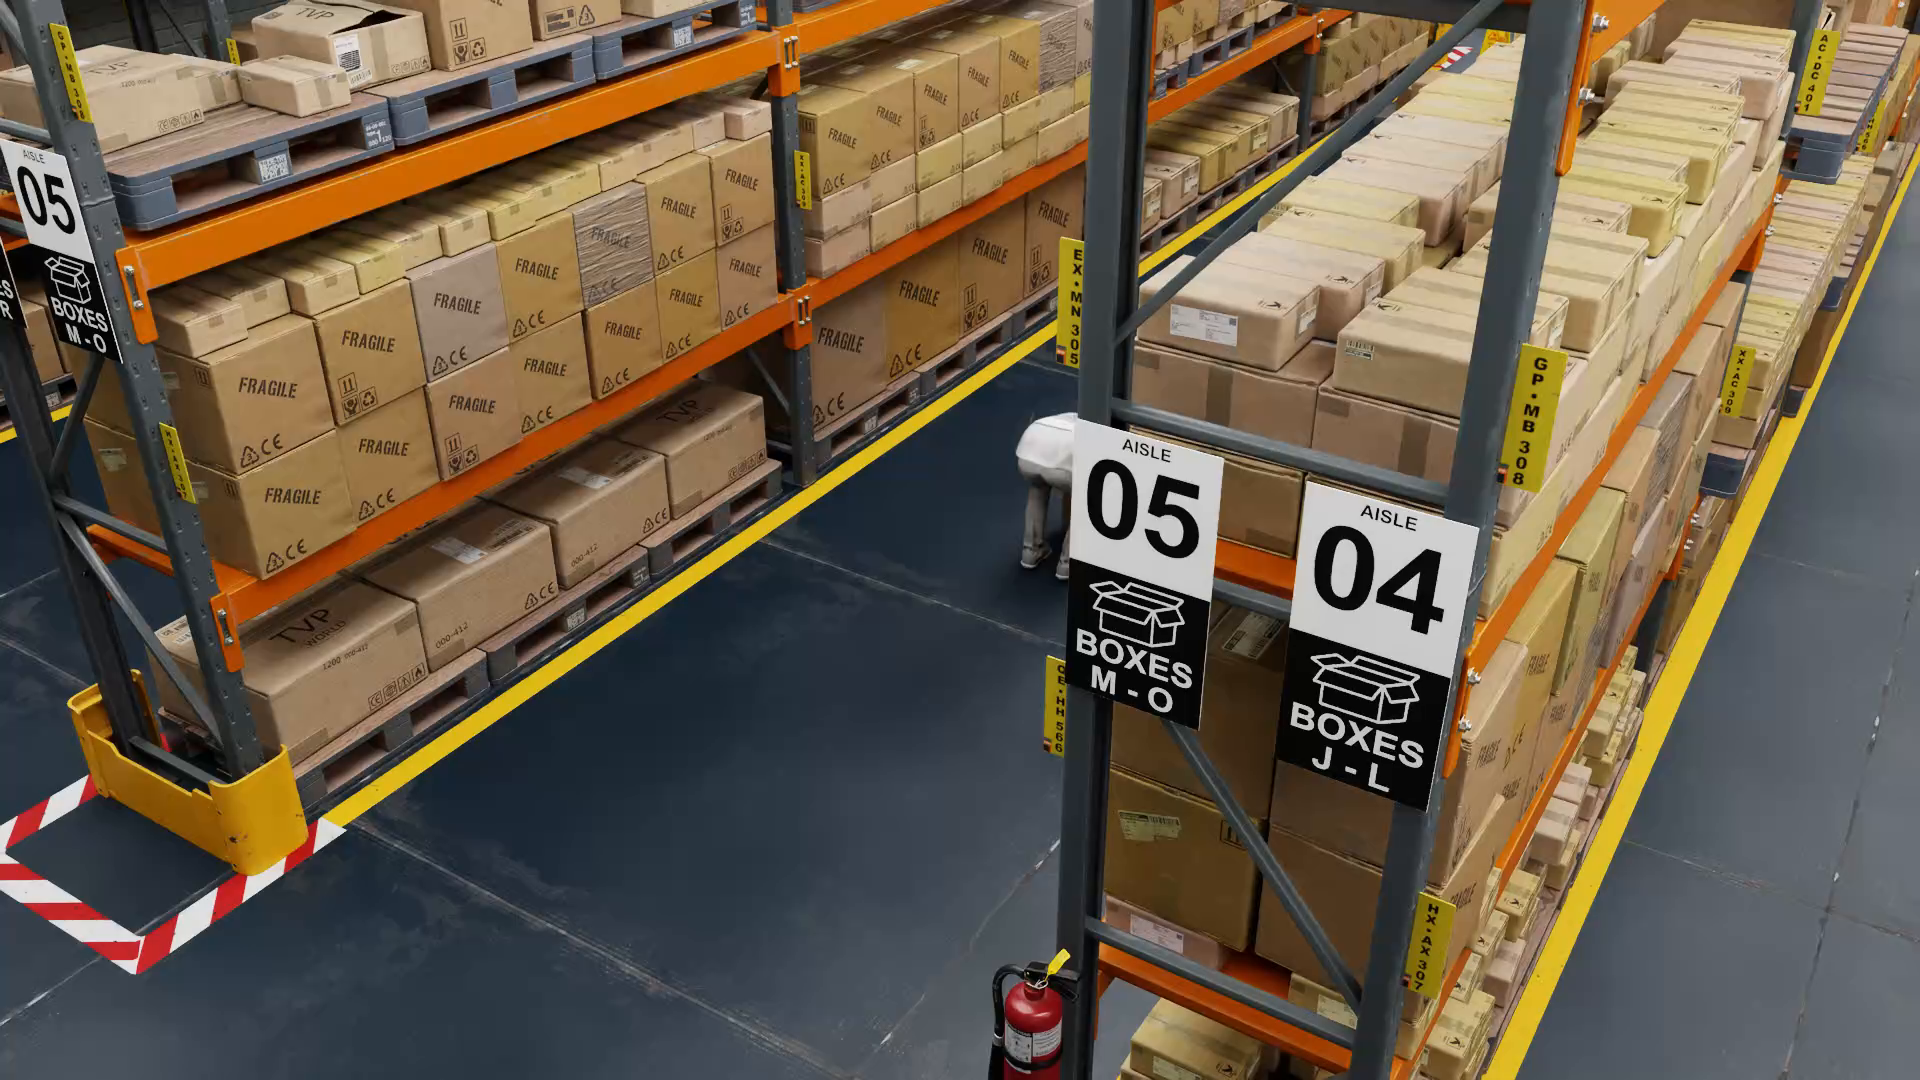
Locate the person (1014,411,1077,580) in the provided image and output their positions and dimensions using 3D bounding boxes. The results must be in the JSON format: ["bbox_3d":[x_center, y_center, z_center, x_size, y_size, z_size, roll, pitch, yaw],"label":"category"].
[{"bbox_3d":[0.627,-0.332,9.449,0.452,0.943,0.890,16,34,25],"label":"person"}]
